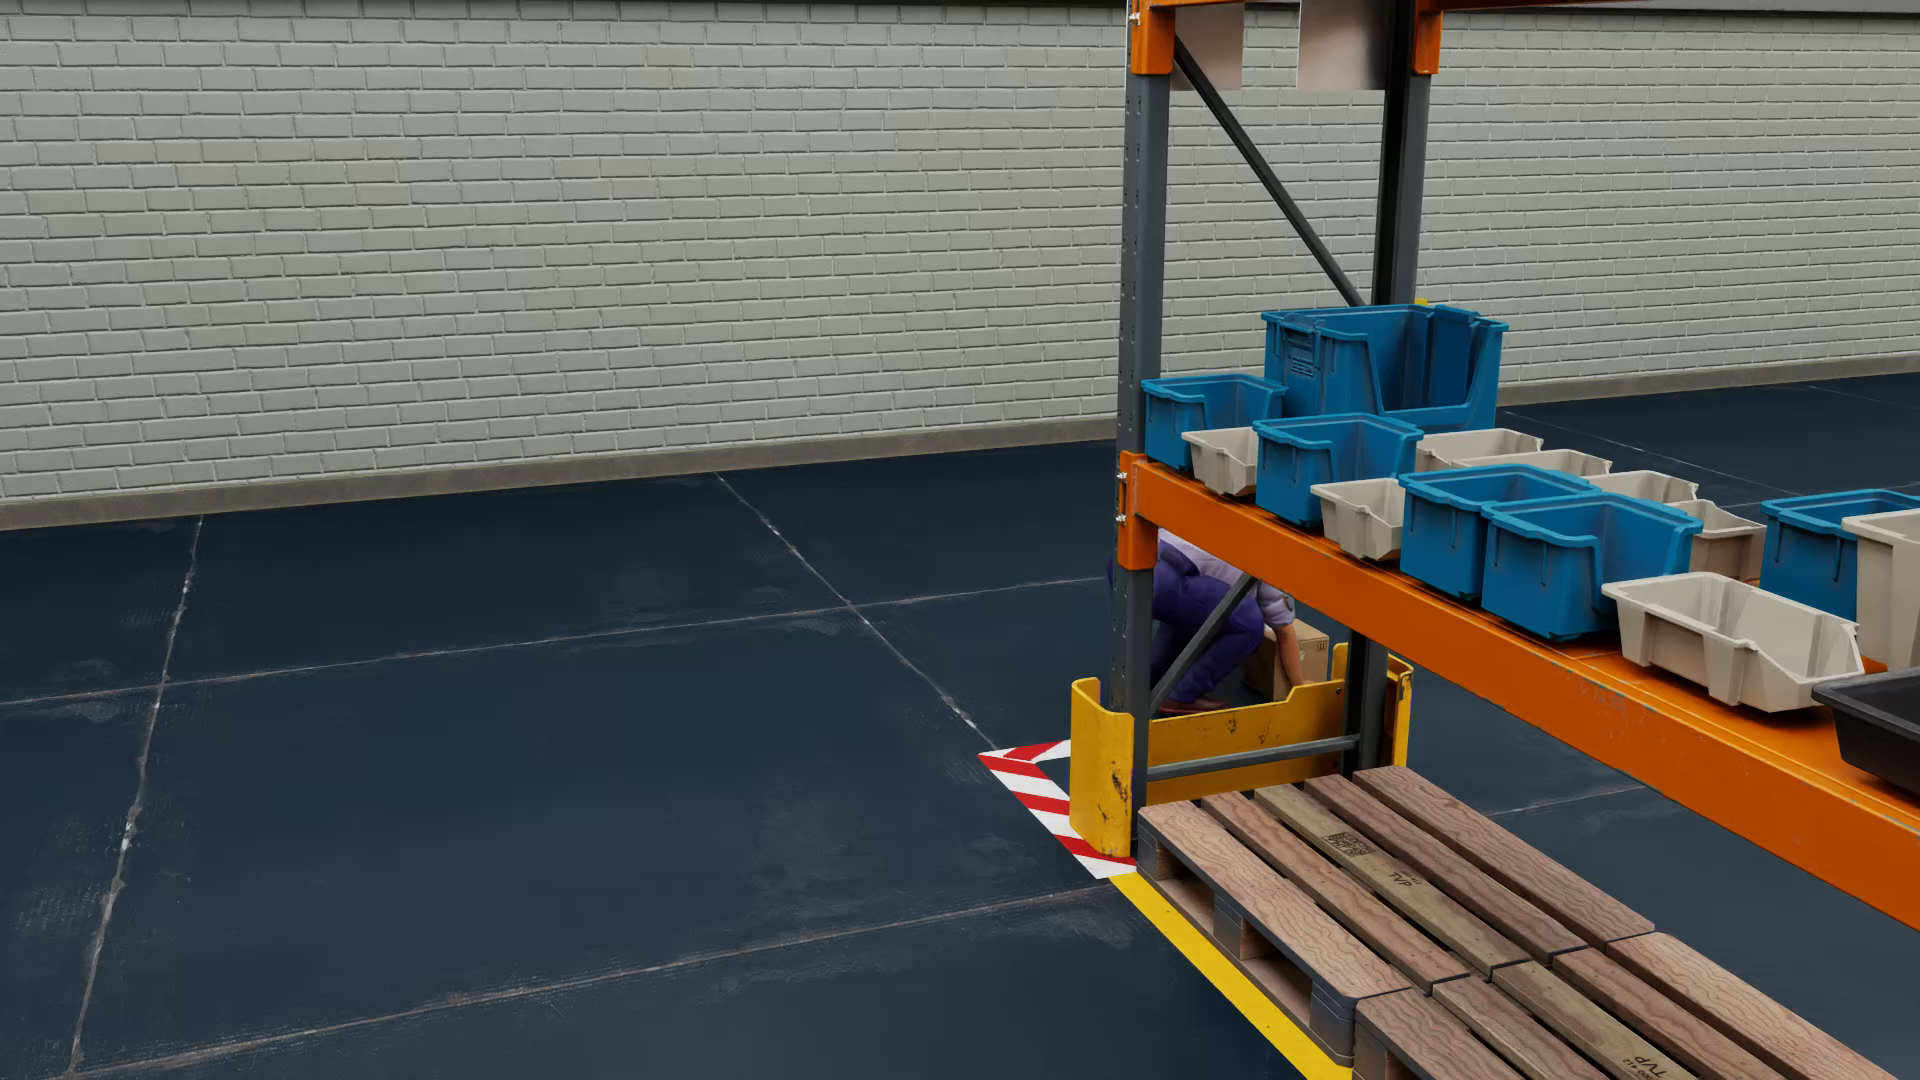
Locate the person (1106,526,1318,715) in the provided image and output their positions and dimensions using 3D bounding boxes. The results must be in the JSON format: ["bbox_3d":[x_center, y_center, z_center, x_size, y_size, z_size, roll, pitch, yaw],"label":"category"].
[{"bbox_3d":[1.036,0.290,6.716,0.905,0.763,0.516,-5,17,-18],"label":"person"}]
